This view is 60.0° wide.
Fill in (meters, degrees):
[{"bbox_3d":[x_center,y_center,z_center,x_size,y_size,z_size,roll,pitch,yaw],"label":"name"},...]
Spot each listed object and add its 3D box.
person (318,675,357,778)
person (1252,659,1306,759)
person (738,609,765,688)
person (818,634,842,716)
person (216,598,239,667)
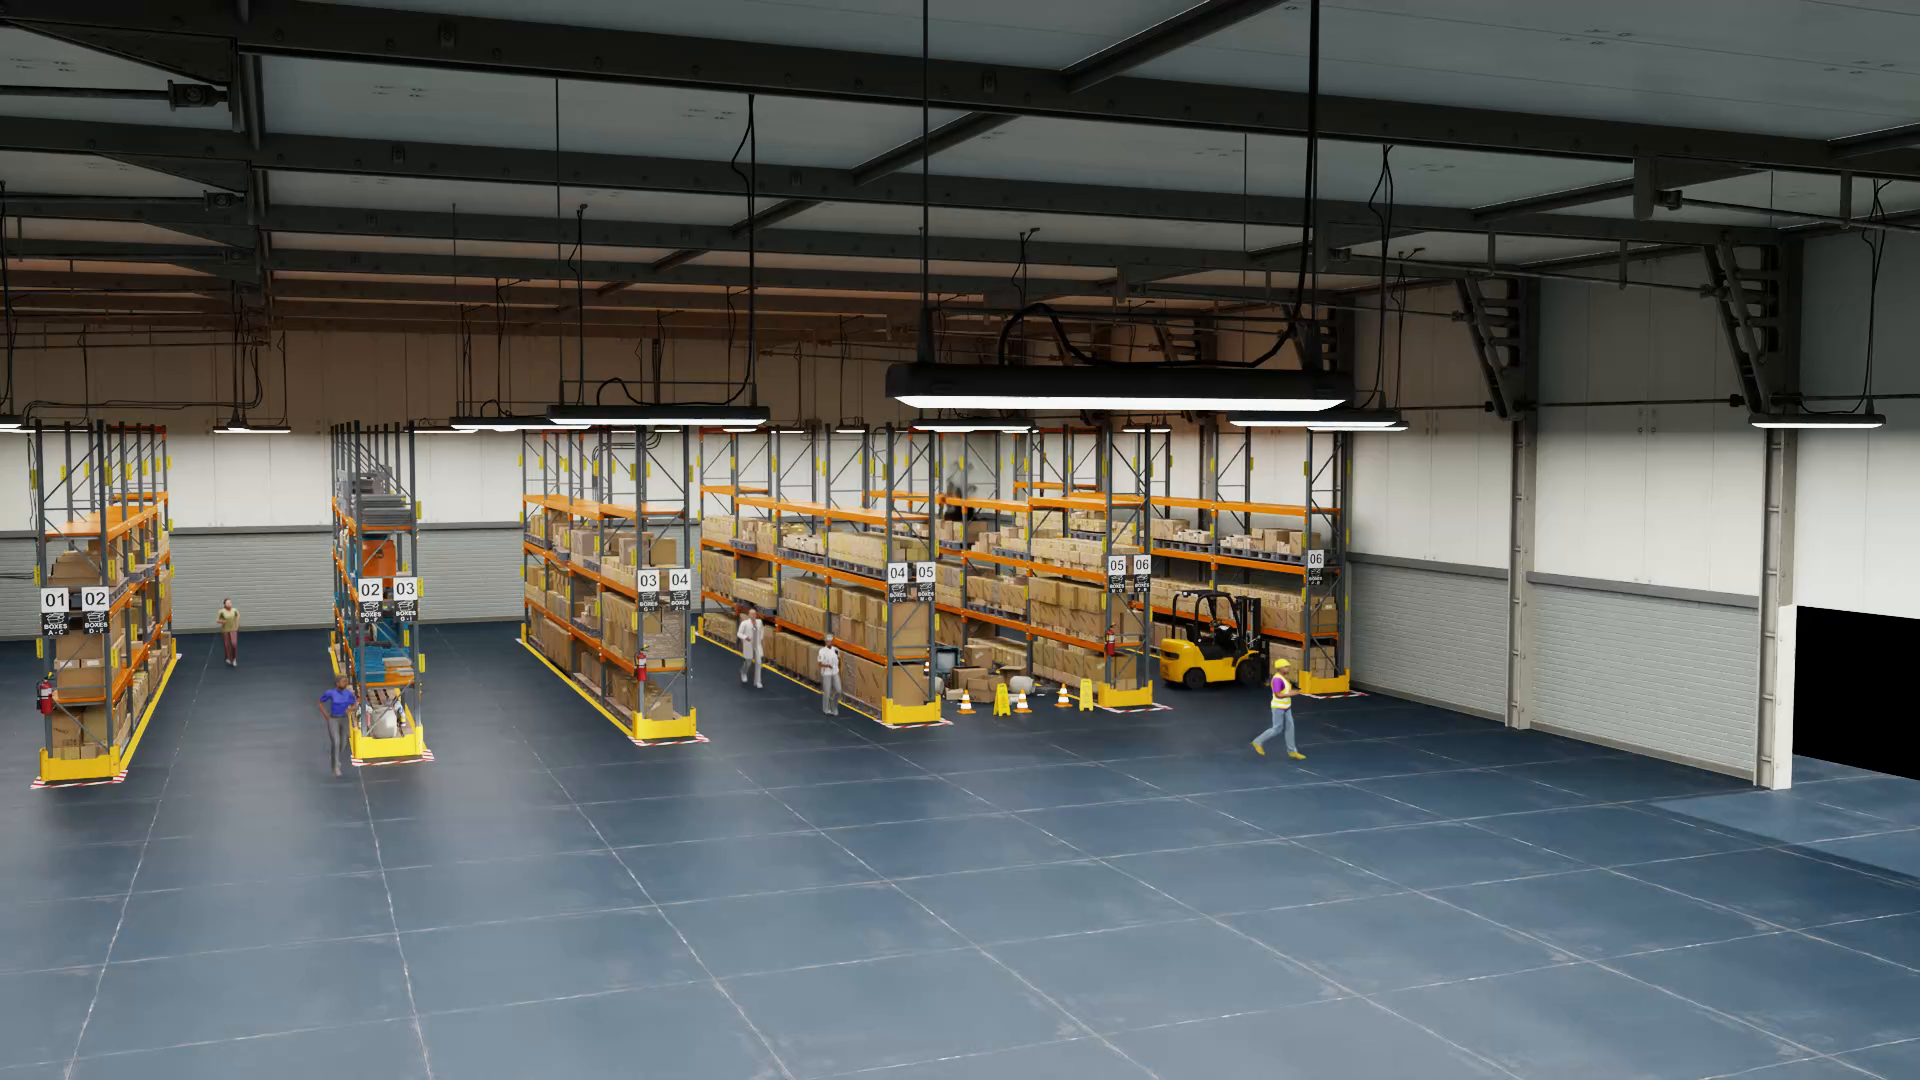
[{"bbox_3d":[-10.558,3.129,28.327,0.935,1.662,0.589,4,5,44],"label":"person"},{"bbox_3d":[5.651,2.974,29.405,0.949,1.757,0.722,2,4,25],"label":"person"},{"bbox_3d":[-4.768,2.455,38.011,0.690,1.771,1.042,-2,4,-26],"label":"person"},{"bbox_3d":[-2.640,2.764,33.985,0.548,1.703,0.681,-2,4,-25],"label":"person"},{"bbox_3d":[-18.264,2.311,41.498,0.561,1.718,0.723,-2,4,-28],"label":"person"}]
